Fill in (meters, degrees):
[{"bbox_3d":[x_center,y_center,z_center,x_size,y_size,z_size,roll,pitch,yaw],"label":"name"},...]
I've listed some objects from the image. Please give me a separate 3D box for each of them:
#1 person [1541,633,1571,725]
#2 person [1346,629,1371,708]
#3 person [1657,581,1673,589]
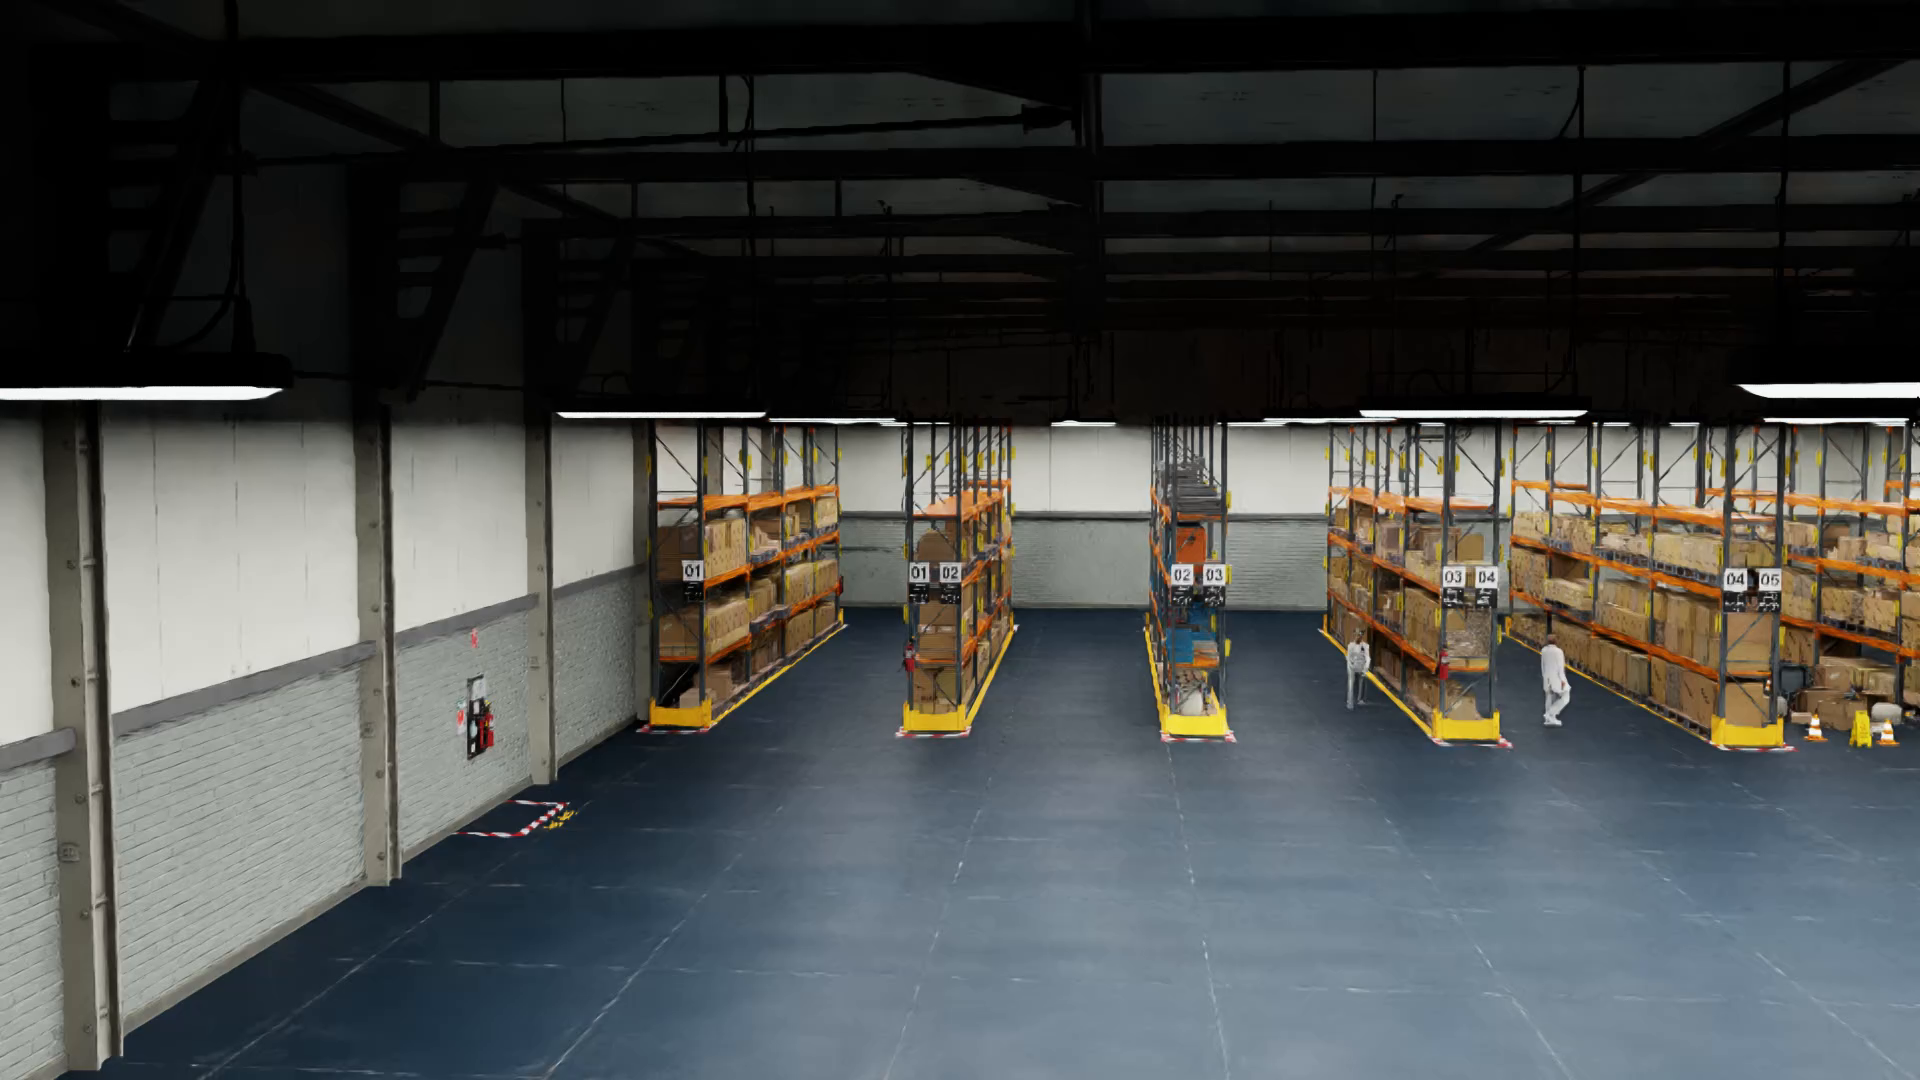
[{"bbox_3d":[11.409,2.682,31.947,0.516,1.777,0.628,-2,4,-23],"label":"person"},{"bbox_3d":[8.136,2.606,33.970,0.484,1.620,0.986,1,4,14],"label":"person"},{"bbox_3d":[19.978,1.675,47.092,0.716,1.779,0.569,-2,4,-23],"label":"person"}]
